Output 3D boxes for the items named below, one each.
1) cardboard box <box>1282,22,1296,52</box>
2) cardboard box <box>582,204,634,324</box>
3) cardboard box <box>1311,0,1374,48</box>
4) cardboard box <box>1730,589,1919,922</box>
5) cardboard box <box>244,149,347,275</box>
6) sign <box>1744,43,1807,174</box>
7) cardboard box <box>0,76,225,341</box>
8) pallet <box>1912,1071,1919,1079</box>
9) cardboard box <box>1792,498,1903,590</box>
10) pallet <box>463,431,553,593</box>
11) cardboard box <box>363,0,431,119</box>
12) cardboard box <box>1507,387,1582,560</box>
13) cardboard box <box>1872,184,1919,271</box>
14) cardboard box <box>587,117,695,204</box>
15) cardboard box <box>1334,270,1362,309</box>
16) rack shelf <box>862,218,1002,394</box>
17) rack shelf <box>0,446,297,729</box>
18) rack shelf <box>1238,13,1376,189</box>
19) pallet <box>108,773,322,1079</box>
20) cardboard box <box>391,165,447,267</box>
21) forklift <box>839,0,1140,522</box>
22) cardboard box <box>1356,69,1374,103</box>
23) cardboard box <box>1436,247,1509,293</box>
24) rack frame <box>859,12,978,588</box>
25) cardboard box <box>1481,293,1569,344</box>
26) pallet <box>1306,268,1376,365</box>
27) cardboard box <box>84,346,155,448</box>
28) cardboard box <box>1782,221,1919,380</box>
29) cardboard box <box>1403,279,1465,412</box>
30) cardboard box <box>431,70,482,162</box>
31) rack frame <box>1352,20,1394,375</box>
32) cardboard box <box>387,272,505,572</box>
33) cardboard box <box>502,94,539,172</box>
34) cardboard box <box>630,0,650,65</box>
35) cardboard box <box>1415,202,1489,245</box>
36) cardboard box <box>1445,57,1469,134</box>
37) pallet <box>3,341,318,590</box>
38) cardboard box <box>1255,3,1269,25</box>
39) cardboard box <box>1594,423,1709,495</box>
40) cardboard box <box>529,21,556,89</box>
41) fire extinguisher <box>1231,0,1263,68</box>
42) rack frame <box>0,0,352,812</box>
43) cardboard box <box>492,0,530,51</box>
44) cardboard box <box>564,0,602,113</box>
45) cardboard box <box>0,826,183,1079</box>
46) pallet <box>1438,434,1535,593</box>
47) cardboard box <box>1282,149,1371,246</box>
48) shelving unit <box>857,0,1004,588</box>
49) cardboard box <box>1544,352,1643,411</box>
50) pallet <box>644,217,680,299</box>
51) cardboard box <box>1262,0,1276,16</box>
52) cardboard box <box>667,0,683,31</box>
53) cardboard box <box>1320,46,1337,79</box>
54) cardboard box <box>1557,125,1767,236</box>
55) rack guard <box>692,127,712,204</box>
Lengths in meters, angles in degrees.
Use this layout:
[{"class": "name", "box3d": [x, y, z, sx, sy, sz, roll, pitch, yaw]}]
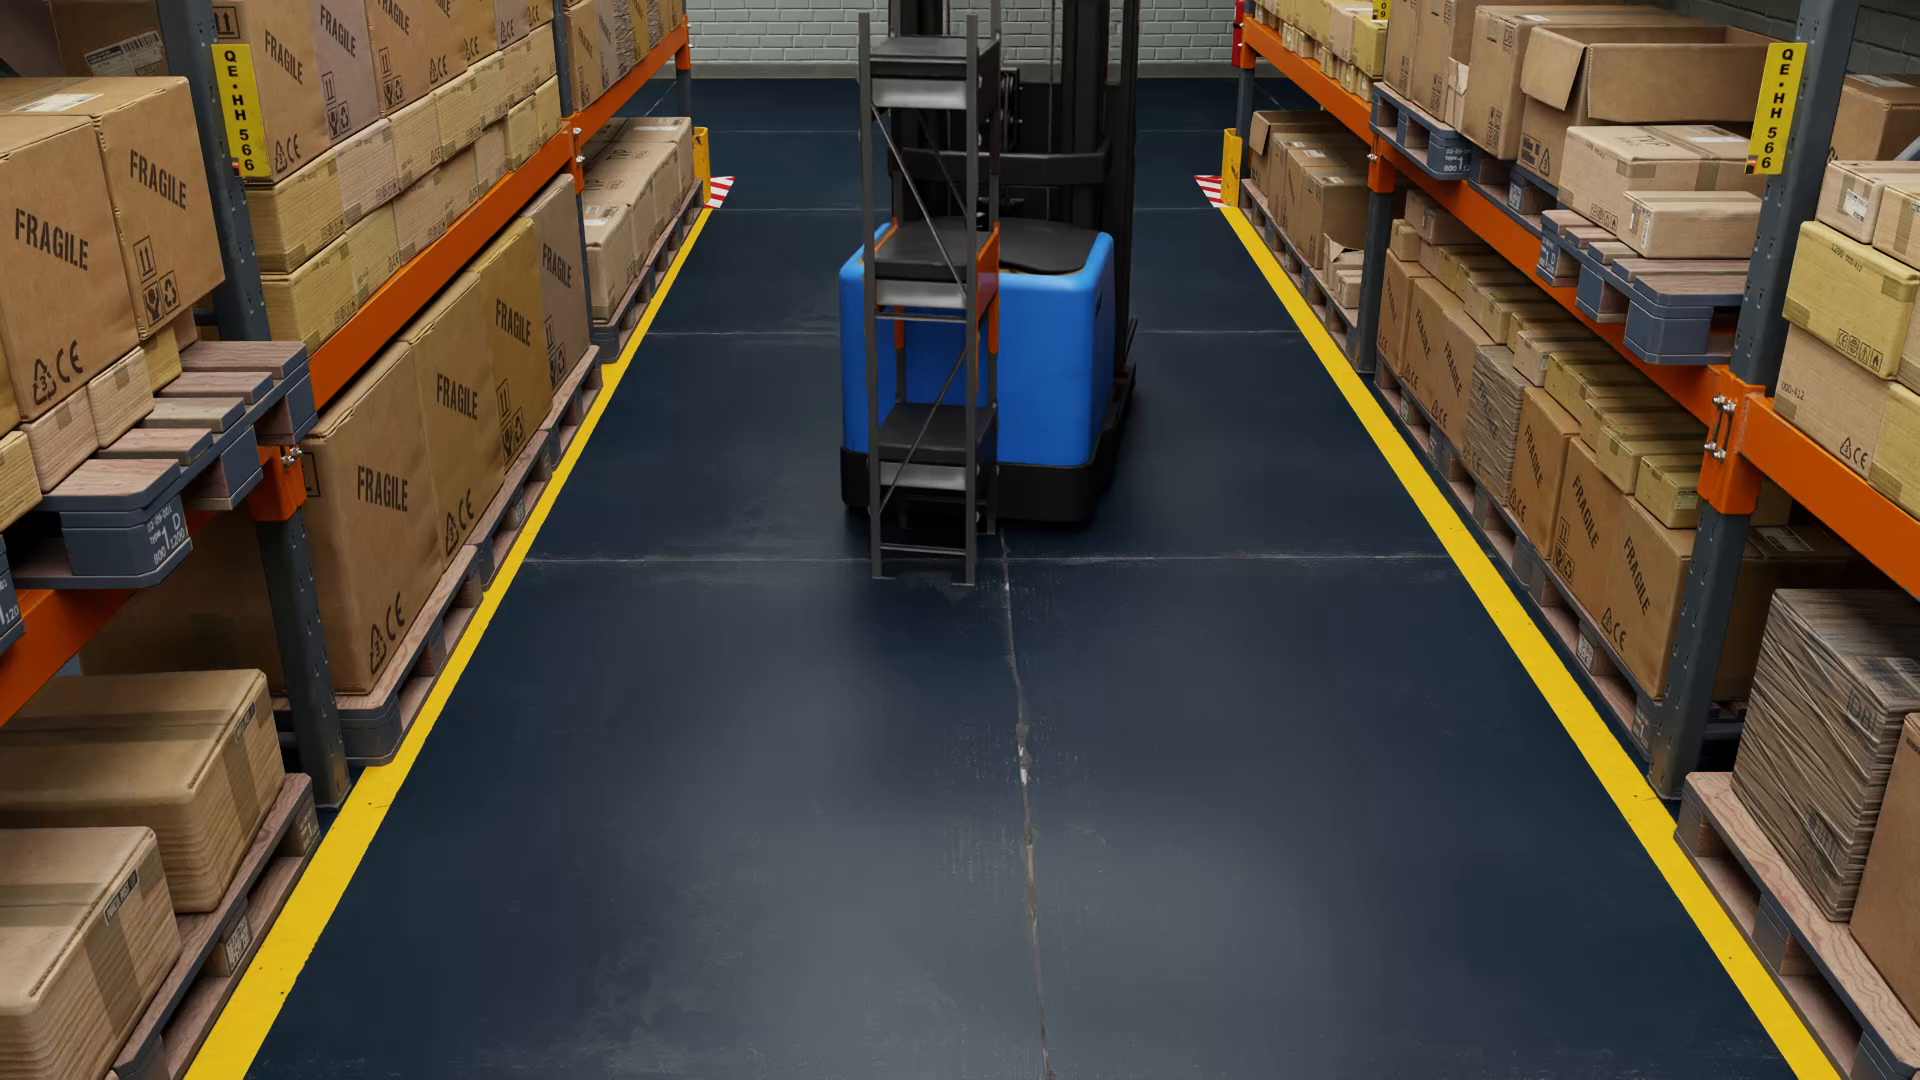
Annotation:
[{"class": "cardboard box", "box3d": [2.216, -3.118, 10.310, 0.380, 0.149, 0.250, -1, 24, -2]}, {"class": "cardboard box", "box3d": [-2.297, -1.512, 9.052, 0.875, 0.438, 0.875, -1, 24, -1]}, {"class": "cardboard box", "box3d": [2.304, -2.940, 9.432, 0.500, 0.250, 0.500, 0, 24, -1]}, {"class": "cardboard box", "box3d": [2.603, 0.544, 4.280, 0.875, 0.625, 0.625, 1, 24, 1]}, {"class": "cardboard box", "box3d": [-2.112, -0.950, 4.785, 0.500, 0.250, 0.500, 0, 24, -1]}, {"class": "sign", "box3d": [2.067, -1.089, 4.210, 0.100, 0.325, 0.005, 0, 24, -1]}, {"class": "cardboard box", "box3d": [-2.071, -0.767, 3.813, 0.500, 0.500, 0.500, -1, 24, -2]}, {"class": "pallet", "box3d": [2.590, 1.507, 3.161, 1.003, 0.211, 1.213, 0, 24, -1]}, {"class": "cardboard box", "box3d": [2.885, 0.168, 5.261, 0.500, 0.500, 0.500, 1, 24, 1]}, {"class": "pallet", "box3d": [-2.297, -0.136, 6.796, 1.003, 0.211, 1.213, 0, 24, -1]}, {"class": "cardboard box", "box3d": [-2.120, -1.703, 5.542, 0.500, 0.500, 0.500, 0, 24, 1]}, {"class": "cardboard box", "box3d": [2.387, -0.252, 6.190, 0.500, 0.500, 0.500, 1, 24, 2]}, {"class": "cardboard box", "box3d": [2.323, -0.703, 3.755, 0.380, 0.149, 0.250, 0, 24, 1]}, {"class": "cardboard box", "box3d": [-2.334, -2.629, 11.523, 0.875, 0.438, 0.875, -1, 24, -2]}, {"class": "cardboard box", "box3d": [2.266, -1.373, 9.096, 0.380, 0.149, 0.250, -1, 24, -2]}, {"class": "rack shelf", "box3d": [-0.097, -0.876, 6.173, 0.431, 0.518, 0.480, 4, 25, 9]}, {"class": "rack shelf", "box3d": [-2.332, 0.572, 2.719, 1.077, 0.370, 4.000, 0, 24, -1]}, {"class": "rack shelf", "box3d": [2.544, -2.749, 10.061, 1.077, 0.370, 4.000, 0, 24, -1]}, {"class": "pallet", "box3d": [-2.346, 1.012, 4.256, 1.003, 0.211, 1.213, 0, 24, -1]}, {"class": "cardboard box", "box3d": [-2.130, -1.142, 5.818, 0.500, 0.250, 0.500, 1, 24, 1]}, {"class": "forklift", "box3d": [0.275, -1.985, 7.583, 1.130, 2.935, 3.031, 4, 25, 9]}, {"class": "cardboard box", "box3d": [2.286, -2.375, 8.667, 0.380, 0.149, 0.250, 0, 24, 1]}, {"class": "cardboard box", "box3d": [2.399, -1.232, 7.570, 0.380, 0.149, 0.250, -1, 24, -3]}, {"class": "rack frame", "box3d": [-0.140, -0.790, 5.949, 0.400, 2.100, 0.015, 4, 25, 9]}, {"class": "cardboard box", "box3d": [2.381, -0.914, 6.867, 0.380, 0.149, 0.250, 1, 24, 1]}, {"class": "pallet", "box3d": [2.560, -1.265, 9.291, 1.003, 0.211, 1.213, 0, 24, -1]}, {"class": "cardboard box", "box3d": [-1.992, -0.309, 3.589, 0.380, 0.149, 0.250, 0, 24, -1]}, {"class": "cardboard box", "box3d": [2.345, -0.580, 3.967, 0.500, 0.250, 0.500, 0, 24, -1]}, {"class": "cardboard box", "box3d": [2.362, -0.885, 7.591, 0.500, 0.500, 0.500, -1, 24, -1]}, {"class": "cardboard box", "box3d": [-2.102, -1.577, 6.172, 0.500, 0.250, 0.500, 0, 24, 0]}, {"class": "rack frame", "box3d": [2.566, -2.252, 8.090, 1.000, 3.000, 0.127, 0, 24, -1]}, {"class": "cardboard box", "box3d": [-2.284, -0.456, 6.187, 0.875, 0.875, 0.875, 0, 24, 0]}, {"class": "cardboard box", "box3d": [-2.136, -1.767, 7.198, 0.500, 0.250, 0.500, -1, 24, -1]}, {"class": "cardboard box", "box3d": [-2.146, -3.093, 9.828, 0.500, 0.500, 0.500, 0, 24, 1]}, {"class": "cardboard box", "box3d": [2.355, -1.480, 7.758, 0.380, 0.149, 0.250, -1, 24, -3]}, {"class": "cardboard box", "box3d": [2.198, -1.808, 6.762, 0.396, 0.266, 0.258, 1, 24, 2]}, {"class": "pallet", "box3d": [-2.239, -0.200, 3.784, 1.213, 0.211, 1.003, 0, 24, -1]}, {"class": "cardboard box", "box3d": [2.252, -3.650, 11.484, 0.380, 0.149, 0.250, 0, 24, -1]}, {"class": "cardboard box", "box3d": [2.317, -0.267, 5.437, 0.380, 0.149, 0.250, -1, 24, -3]}, {"class": "cardboard box", "box3d": [-2.149, -2.207, 7.566, 0.500, 0.250, 0.500, 0, 24, -1]}, {"class": "fire extinguisher", "box3d": [2.059, -3.754, 11.957, 0.296, 0.674, 0.183, 0, 24, -1]}, {"class": "rack frame", "box3d": [-2.354, -0.580, 4.393, 1.000, 3.000, 0.127, 0, 24, -1]}, {"class": "cardboard box", "box3d": [-2.128, -2.334, 6.935, 0.500, 0.500, 0.500, 0, 24, 0]}, {"class": "cardboard box", "box3d": [-2.140, -2.469, 8.447, 0.500, 0.500, 0.500, 1, 24, 1]}, {"class": "cardboard box", "box3d": [-2.341, 0.963, 3.661, 0.950, 0.372, 0.625, -1, 24, -2]}, {"class": "pallet", "box3d": [2.629, -0.143, 6.810, 1.003, 0.211, 1.213, 0, 24, -1]}, {"class": "cardboard box", "box3d": [2.311, -2.130, 10.343, 0.500, 0.500, 0.500, 0, 24, 0]}, {"class": "shelving unit", "box3d": [-0.097, -0.889, 6.167, 0.431, 2.100, 0.503, 4, 25, 9]}, {"class": "cardboard box", "box3d": [2.398, -0.587, 6.145, 0.380, 0.149, 0.250, -1, 24, -1]}, {"class": "pallet", "box3d": [-2.343, -1.776, 10.420, 1.003, 0.211, 1.213, 0, 24, -1]}, {"class": "cardboard box", "box3d": [2.264, -3.572, 10.829, 0.500, 0.250, 0.500, 0, 24, 0]}, {"class": "cardboard box", "box3d": [-2.171, -3.725, 11.224, 0.500, 0.500, 0.500, 0, 24, 0]}, {"class": "cardboard box", "box3d": [2.252, -2.696, 9.375, 0.380, 0.149, 0.250, -1, 24, -1]}, {"class": "cardboard box", "box3d": [2.275, -1.160, 5.348, 0.500, 0.250, 0.500, -1, 24, -3]}, {"class": "rack guard", "box3d": [-2.441, -2.748, 12.219, 1.175, 0.500, 0.348, 0, 24, -1]}]
